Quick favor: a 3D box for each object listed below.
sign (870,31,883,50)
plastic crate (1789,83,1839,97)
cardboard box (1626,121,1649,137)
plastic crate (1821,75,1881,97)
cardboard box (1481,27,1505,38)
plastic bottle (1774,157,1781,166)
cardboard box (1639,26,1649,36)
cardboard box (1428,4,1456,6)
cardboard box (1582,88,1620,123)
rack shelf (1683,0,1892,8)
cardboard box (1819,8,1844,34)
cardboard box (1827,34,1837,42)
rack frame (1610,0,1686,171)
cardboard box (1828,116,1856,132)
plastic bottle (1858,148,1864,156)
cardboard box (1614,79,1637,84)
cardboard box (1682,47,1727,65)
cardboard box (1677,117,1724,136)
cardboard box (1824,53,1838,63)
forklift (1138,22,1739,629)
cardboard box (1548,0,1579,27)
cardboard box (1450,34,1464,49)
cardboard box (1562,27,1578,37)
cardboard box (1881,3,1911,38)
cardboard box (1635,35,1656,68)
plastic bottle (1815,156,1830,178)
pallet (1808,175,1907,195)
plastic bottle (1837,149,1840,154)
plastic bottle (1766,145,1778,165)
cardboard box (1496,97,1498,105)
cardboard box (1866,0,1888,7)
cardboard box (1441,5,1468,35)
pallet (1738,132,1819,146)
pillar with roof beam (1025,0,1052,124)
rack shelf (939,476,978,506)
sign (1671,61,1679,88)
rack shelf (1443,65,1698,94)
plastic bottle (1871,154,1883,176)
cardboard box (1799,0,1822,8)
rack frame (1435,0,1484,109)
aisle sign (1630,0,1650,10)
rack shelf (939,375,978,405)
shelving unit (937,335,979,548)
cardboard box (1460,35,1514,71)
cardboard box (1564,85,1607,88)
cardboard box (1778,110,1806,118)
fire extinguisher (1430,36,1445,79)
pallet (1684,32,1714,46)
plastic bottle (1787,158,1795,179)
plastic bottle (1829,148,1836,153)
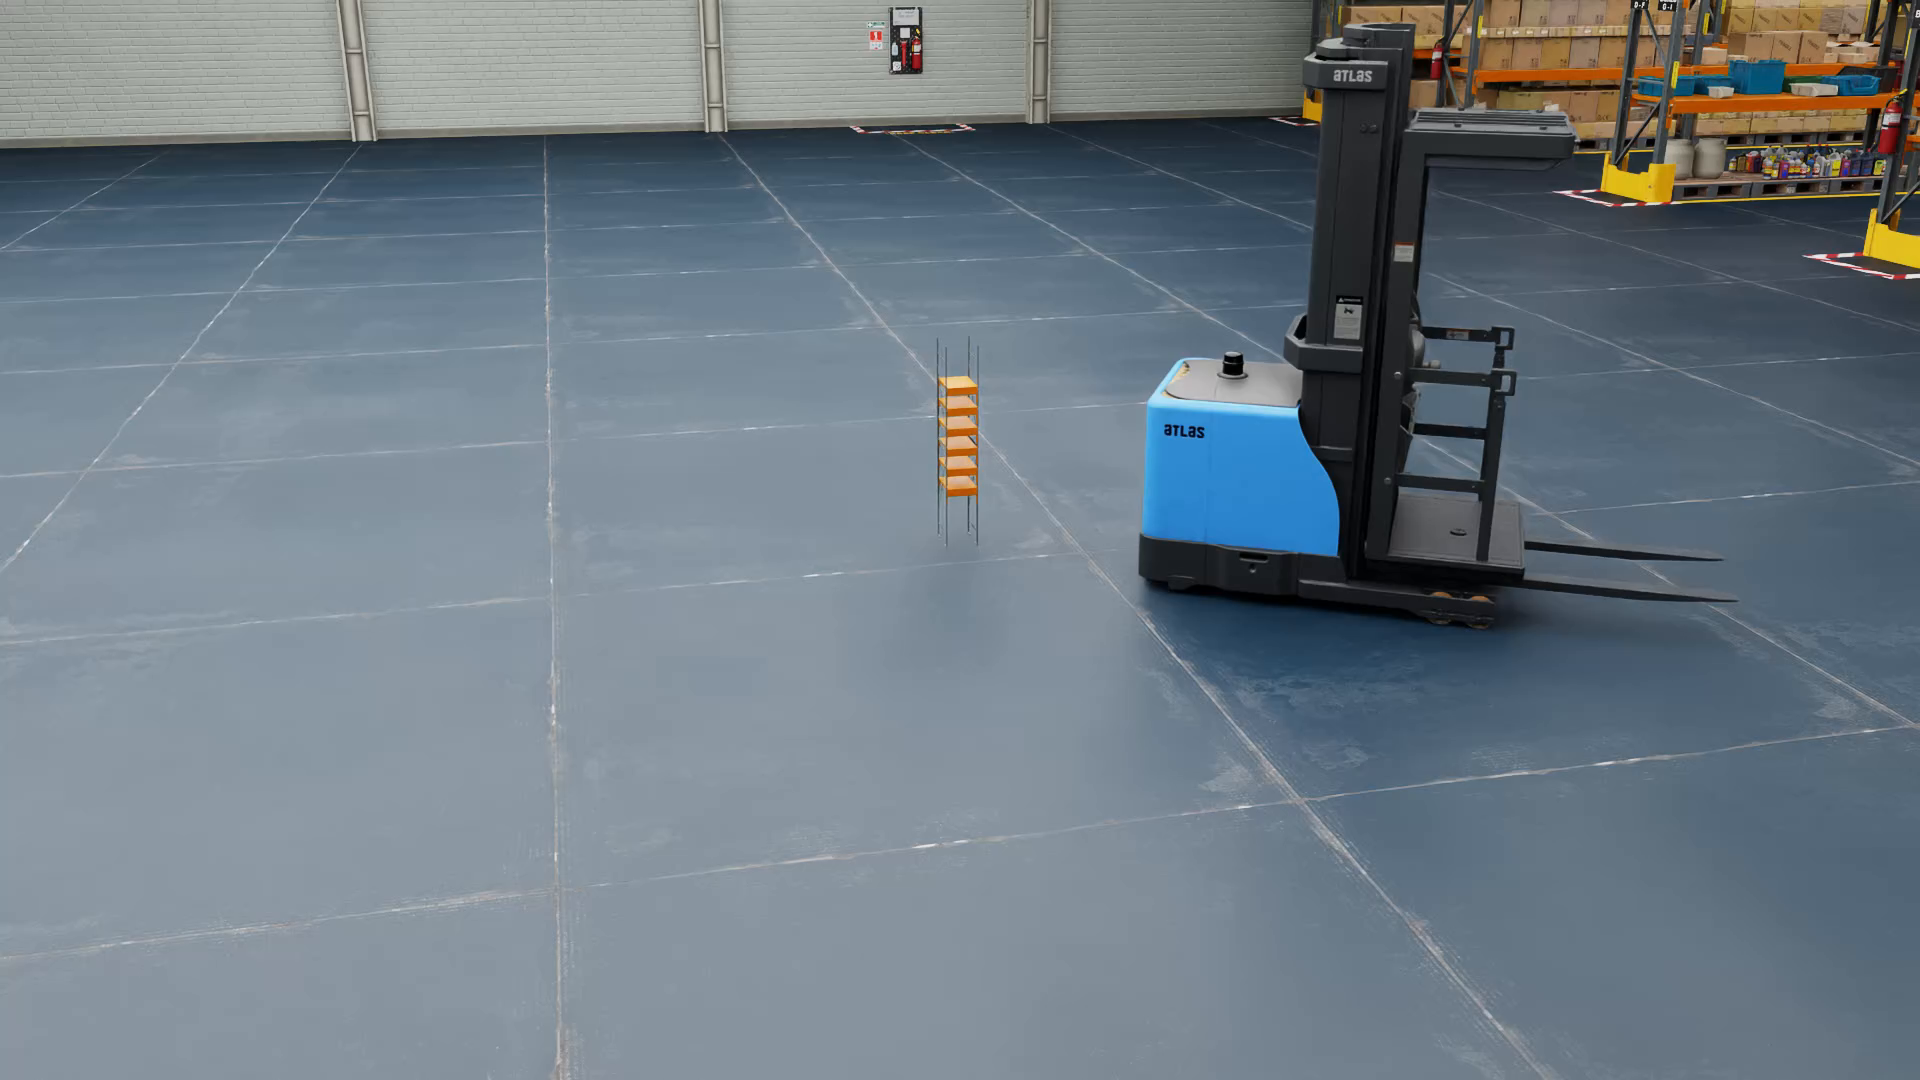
[{"bbox_3d":[-1.522,-9.062,30.141,0.234,0.329,0.001,-5,21,-12],"label":"sign"},{"bbox_3d":[11.461,-6.031,22.301,0.437,0.136,0.530,-5,21,-12],"label":"plastic crate"},{"bbox_3d":[10.957,-6.786,27.367,0.500,0.250,0.500,-5,21,-12],"label":"cardboard box"},{"bbox_3d":[11.968,-6.120,22.376,0.616,0.251,0.499,-5,21,-12],"label":"plastic crate"},{"bbox_3d":[8.385,-8.020,26.260,0.250,0.149,0.380,-5,21,-13],"label":"cardboard box"},{"bbox_3d":[11.394,-5.235,23.174,0.097,0.201,0.097,0,20,0],"label":"plastic bottle"},{"bbox_3d":[10.881,-8.223,26.813,0.250,0.149,0.380,-5,21,-13],"label":"cardboard box"},{"bbox_3d":[9.207,-9.931,31.662,0.500,0.500,0.500,-4,21,-11],"label":"cardboard box"},{"bbox_3d":[10.471,-7.098,27.128,0.500,0.500,0.500,-5,21,-12],"label":"cardboard box"},{"bbox_3d":[11.036,-7.280,22.013,4.000,0.370,1.077,-5,21,-12],"label":"rack shelf"},{"bbox_3d":[17.112,-10.312,32.997,0.500,0.500,0.500,-5,21,-12],"label":"cardboard box"},{"bbox_3d":[17.225,-10.016,33.133,0.250,0.149,0.380,-5,21,-12],"label":"cardboard box"},{"bbox_3d":[9.090,-6.051,21.973,0.127,3.000,1.000,-5,21,-12],"label":"rack frame"},{"bbox_3d":[14.783,-7.084,28.179,0.500,0.250,0.500,-5,21,-13],"label":"cardboard box"},{"bbox_3d":[12.389,-5.232,22.947,0.185,0.351,0.144,-5,21,-12],"label":"plastic bottle"},{"bbox_3d":[12.902,-8.909,32.768,0.500,0.500,0.700,-5,21,-13],"label":"cardboard box"},{"bbox_3d":[12.316,-8.010,27.537,0.500,0.250,0.500,-3,20,-9],"label":"cardboard box"},{"bbox_3d":[12.296,-6.881,27.626,0.500,0.250,0.500,-5,21,-14],"label":"cardboard box"},{"bbox_3d":[14.511,-8.105,27.945,0.250,0.149,0.380,-3,20,-8],"label":"cardboard box"},{"bbox_3d":[2.552,-1.123,8.620,3.031,2.935,1.130,6,21,16],"label":"forklift"},{"bbox_3d":[9.464,-8.486,26.589,0.500,0.500,0.700,-5,21,-12],"label":"cardboard box"},{"bbox_3d":[9.339,-9.403,31.311,0.500,0.250,0.500,-5,21,-13],"label":"cardboard box"},{"bbox_3d":[9.638,-8.123,26.540,0.250,0.149,0.380,-5,21,-13],"label":"cardboard box"},{"bbox_3d":[19.020,-10.496,33.670,0.700,0.700,0.980,-4,21,-12],"label":"cardboard box"},{"bbox_3d":[10.904,-7.992,27.126,0.500,0.500,0.700,-5,21,-13],"label":"cardboard box"},{"bbox_3d":[11.762,-5.096,22.685,0.135,0.276,0.152,-4,21,-11],"label":"plastic bottle"},{"bbox_3d":[12.320,-5.019,23.210,1.213,0.211,1.003,-5,21,-12],"label":"pallet"},{"bbox_3d":[12.289,-5.350,23.369,0.133,0.283,0.061,-5,21,-12],"label":"plastic bottle"},{"bbox_3d":[11.323,-5.342,23.250,0.185,0.351,0.144,-4,20,-10],"label":"plastic bottle"},{"bbox_3d":[10.189,-8.508,32.159,0.250,0.166,0.380,-7,21,-20],"label":"cardboard box"},{"bbox_3d":[18.093,-10.743,33.084,0.500,0.250,0.500,-4,21,-11],"label":"cardboard box"},{"bbox_3d":[9.337,-9.757,31.187,0.500,0.500,0.500,-5,21,-14],"label":"cardboard box"},{"bbox_3d":[13.744,-6.886,28.306,1.213,0.211,1.003,-5,21,-12],"label":"pallet"},{"bbox_3d":[2.444,-10.614,25.706,0.400,9.000,9.100,-5,21,-12],"label":"pillar with roof beam"},{"bbox_3d":[-0.014,-0.295,9.703,0.180,0.103,0.258,-5,21,-12],"label":"rack shelf"},{"bbox_3d":[9.212,-5.997,21.422,0.005,0.325,0.100,-5,21,-12],"label":"sign"},{"bbox_3d":[9.900,-7.530,27.056,4.000,0.370,1.077,-5,21,-12],"label":"rack shelf"},{"bbox_3d":[12.590,-5.151,22.824,0.133,0.283,0.061,-4,20,-10],"label":"plastic bottle"},{"bbox_3d":[16.601,-10.625,32.761,0.500,0.250,0.500,-5,21,-14],"label":"cardboard box"},{"bbox_3d":[7.954,-7.710,26.501,0.127,3.000,1.000,-5,21,-12],"label":"rack frame"},{"bbox_3d":[8.952,-7.366,21.782,0.004,0.787,0.394,-5,21,-12],"label":"aisle sign"},{"bbox_3d":[-0.014,-0.859,9.497,0.180,0.103,0.258,-5,21,-12],"label":"rack shelf"},{"bbox_3d":[-0.014,-0.562,9.605,0.189,1.200,0.258,-5,21,-12],"label":"shelving unit"},{"bbox_3d":[8.411,-7.789,26.573,0.500,0.500,0.700,-5,21,-12],"label":"cardboard box"},{"bbox_3d":[10.350,-7.273,27.606,0.500,0.500,0.500,-5,21,-12],"label":"cardboard box"},{"bbox_3d":[13.802,-7.267,27.864,0.500,0.311,0.500,-4,21,-11],"label":"cardboard box"},{"bbox_3d":[7.732,-7.820,26.913,0.183,0.674,0.296,-5,21,-12],"label":"fire extinguisher"},{"bbox_3d":[13.927,-9.819,32.537,1.003,0.211,1.213,-5,21,-12],"label":"pallet"},{"bbox_3d":[11.260,-5.043,22.548,0.097,0.271,0.097,0,20,0],"label":"plastic bottle"},{"bbox_3d":[12.263,-5.382,23.467,0.135,0.276,0.152,-4,20,-11],"label":"plastic bottle"}]
